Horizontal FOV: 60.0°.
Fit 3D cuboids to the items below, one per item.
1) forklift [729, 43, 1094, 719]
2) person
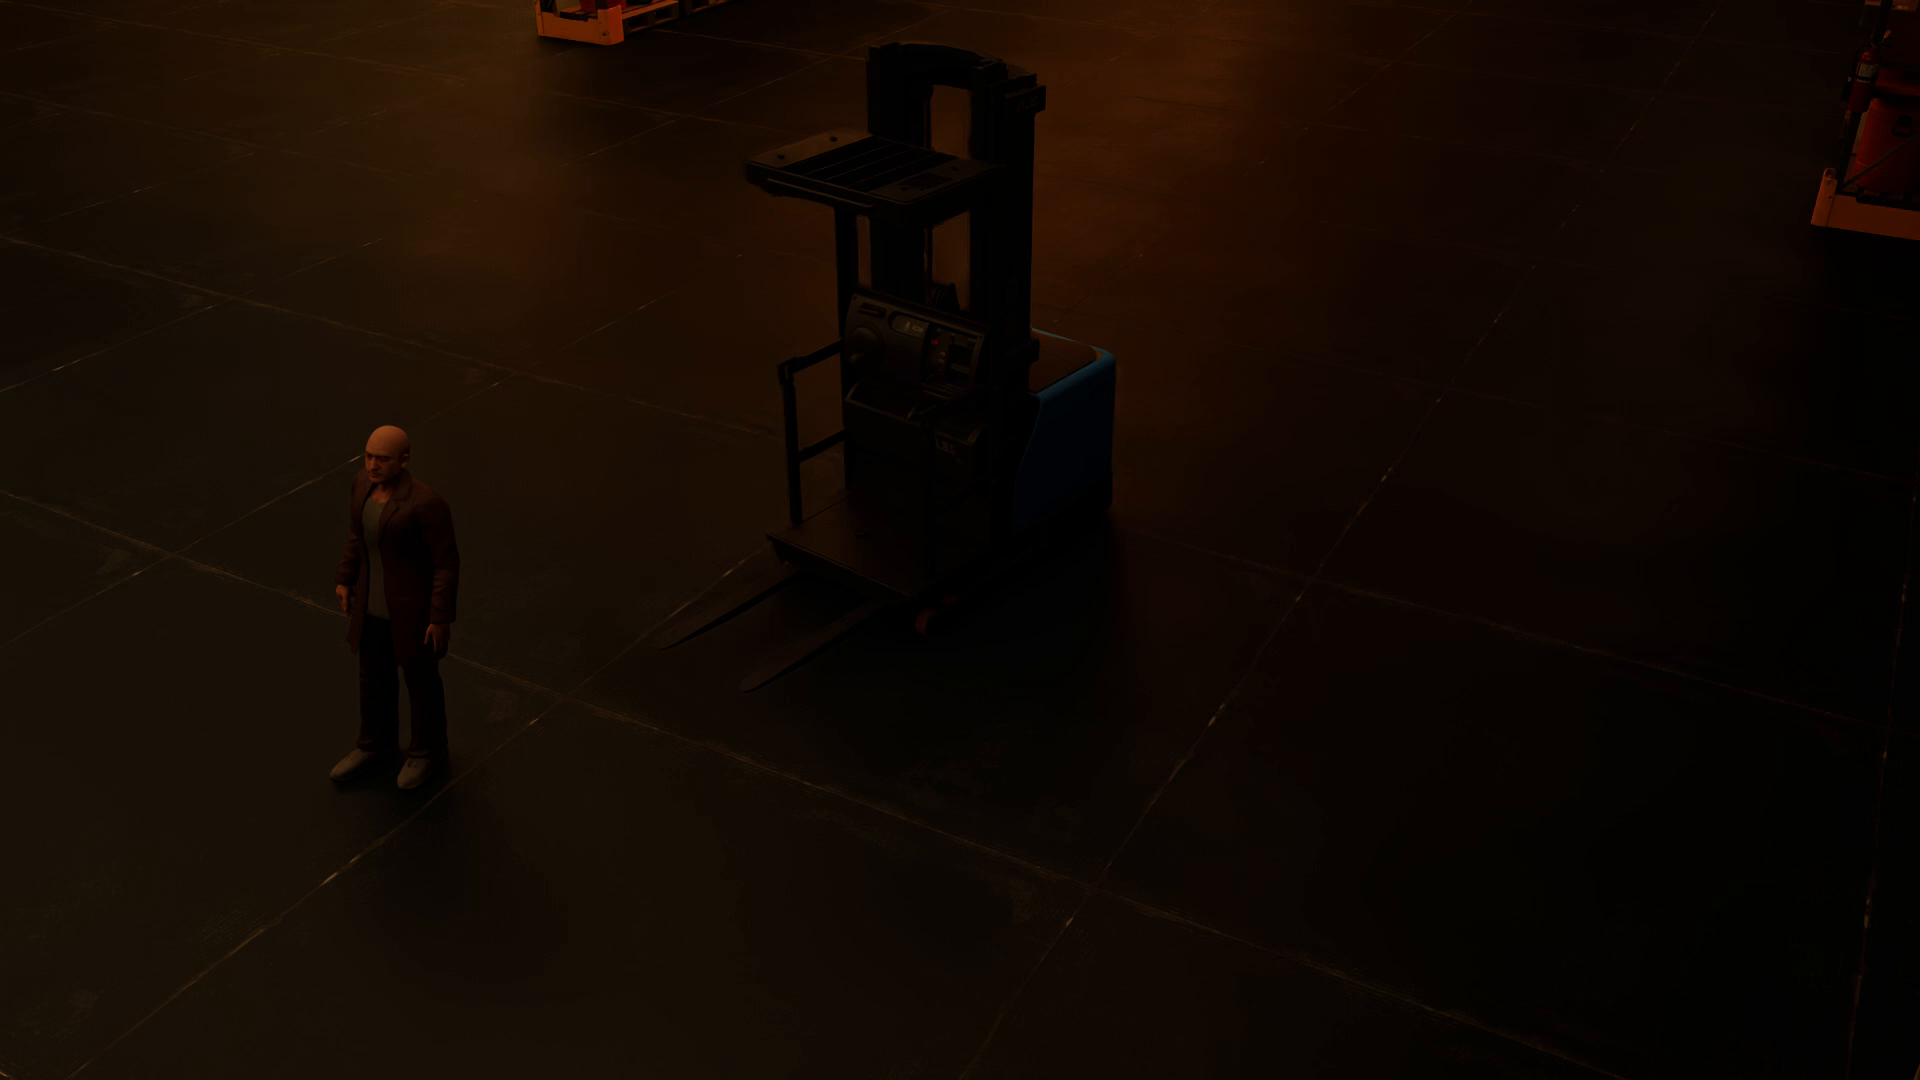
[{"bbox_3d":[-0.241,-0.973,8.756,1.130,2.935,3.031,12,32,20],"label":"forklift"},{"bbox_3d":[-2.636,0.340,7.622,0.694,1.777,0.575,15,33,24],"label":"person"}]
